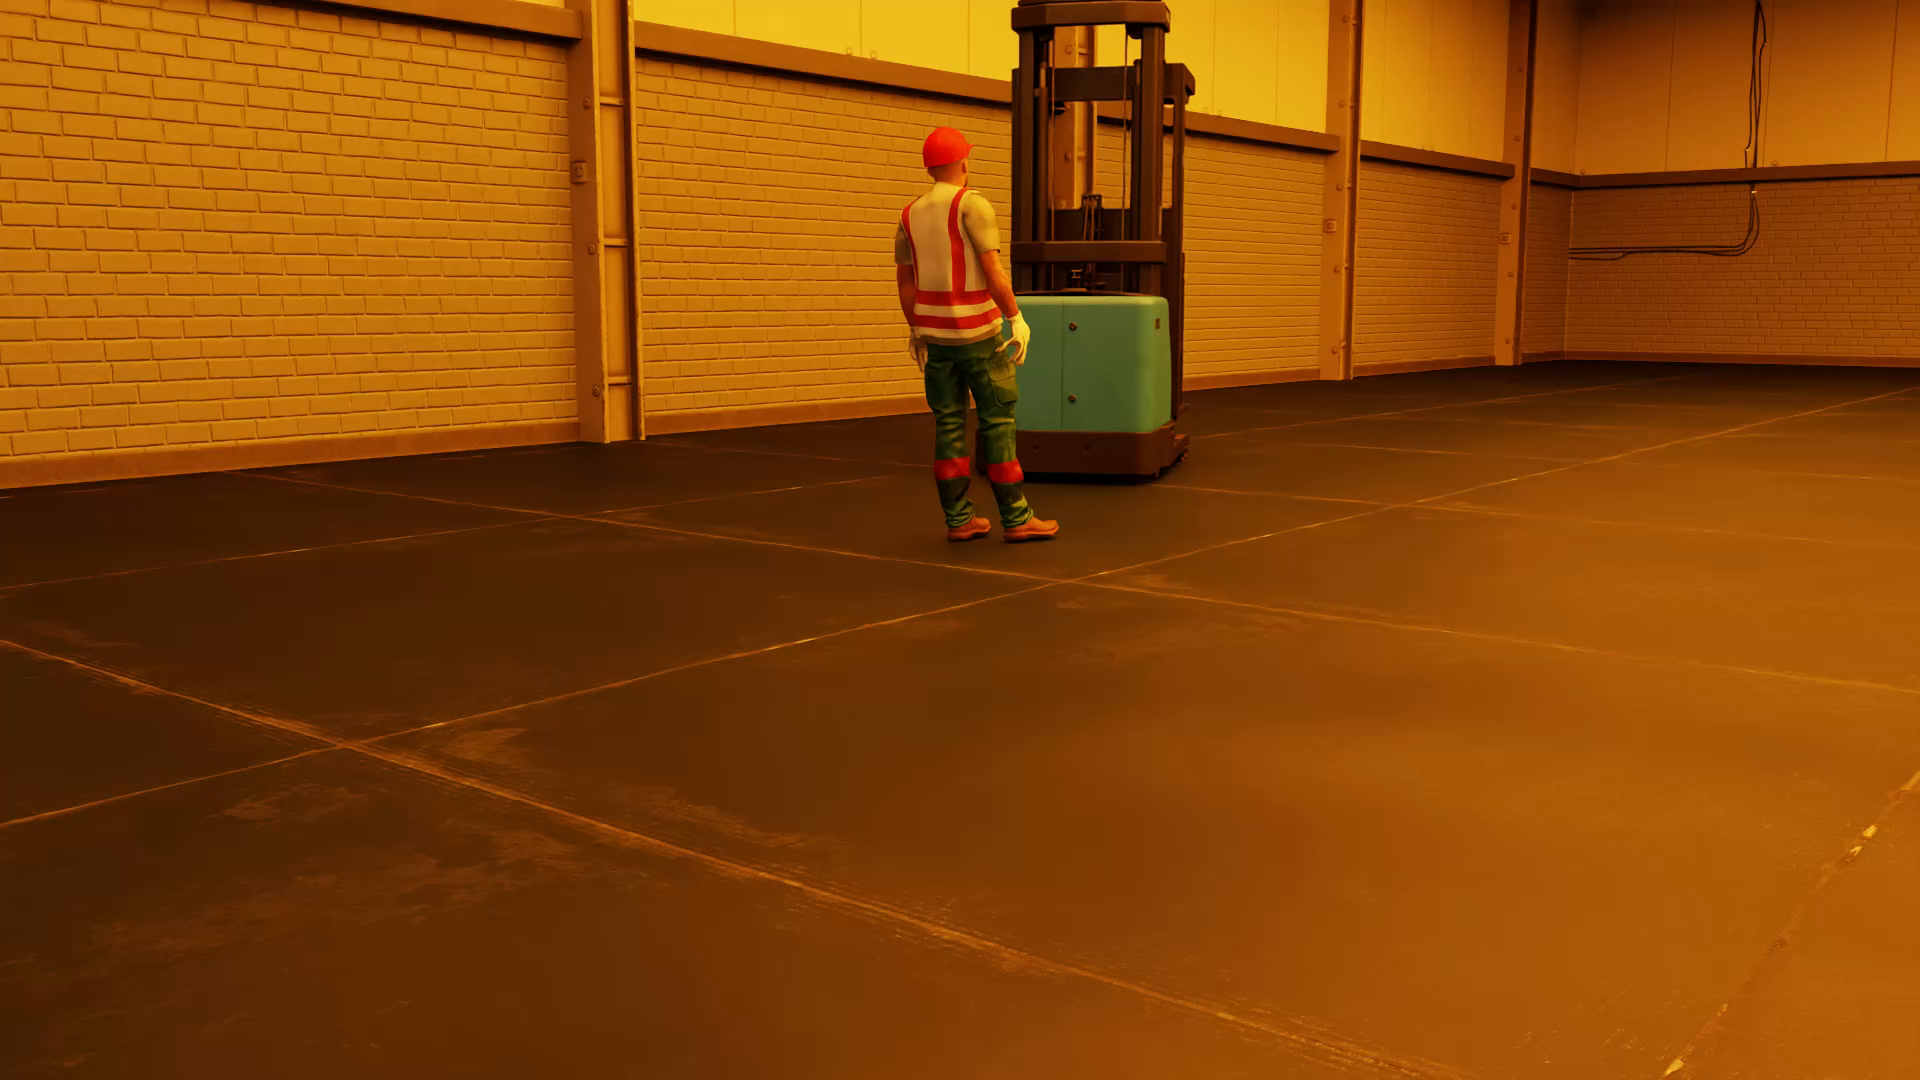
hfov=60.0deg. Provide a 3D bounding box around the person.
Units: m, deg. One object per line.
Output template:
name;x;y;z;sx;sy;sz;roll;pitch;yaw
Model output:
person;0.060;-0.901;7.329;0.637;1.790;0.562;7;11;38

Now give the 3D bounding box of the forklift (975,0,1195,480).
forklift;0.922;-1.976;10.782;1.130;2.935;3.031;2;9;13
